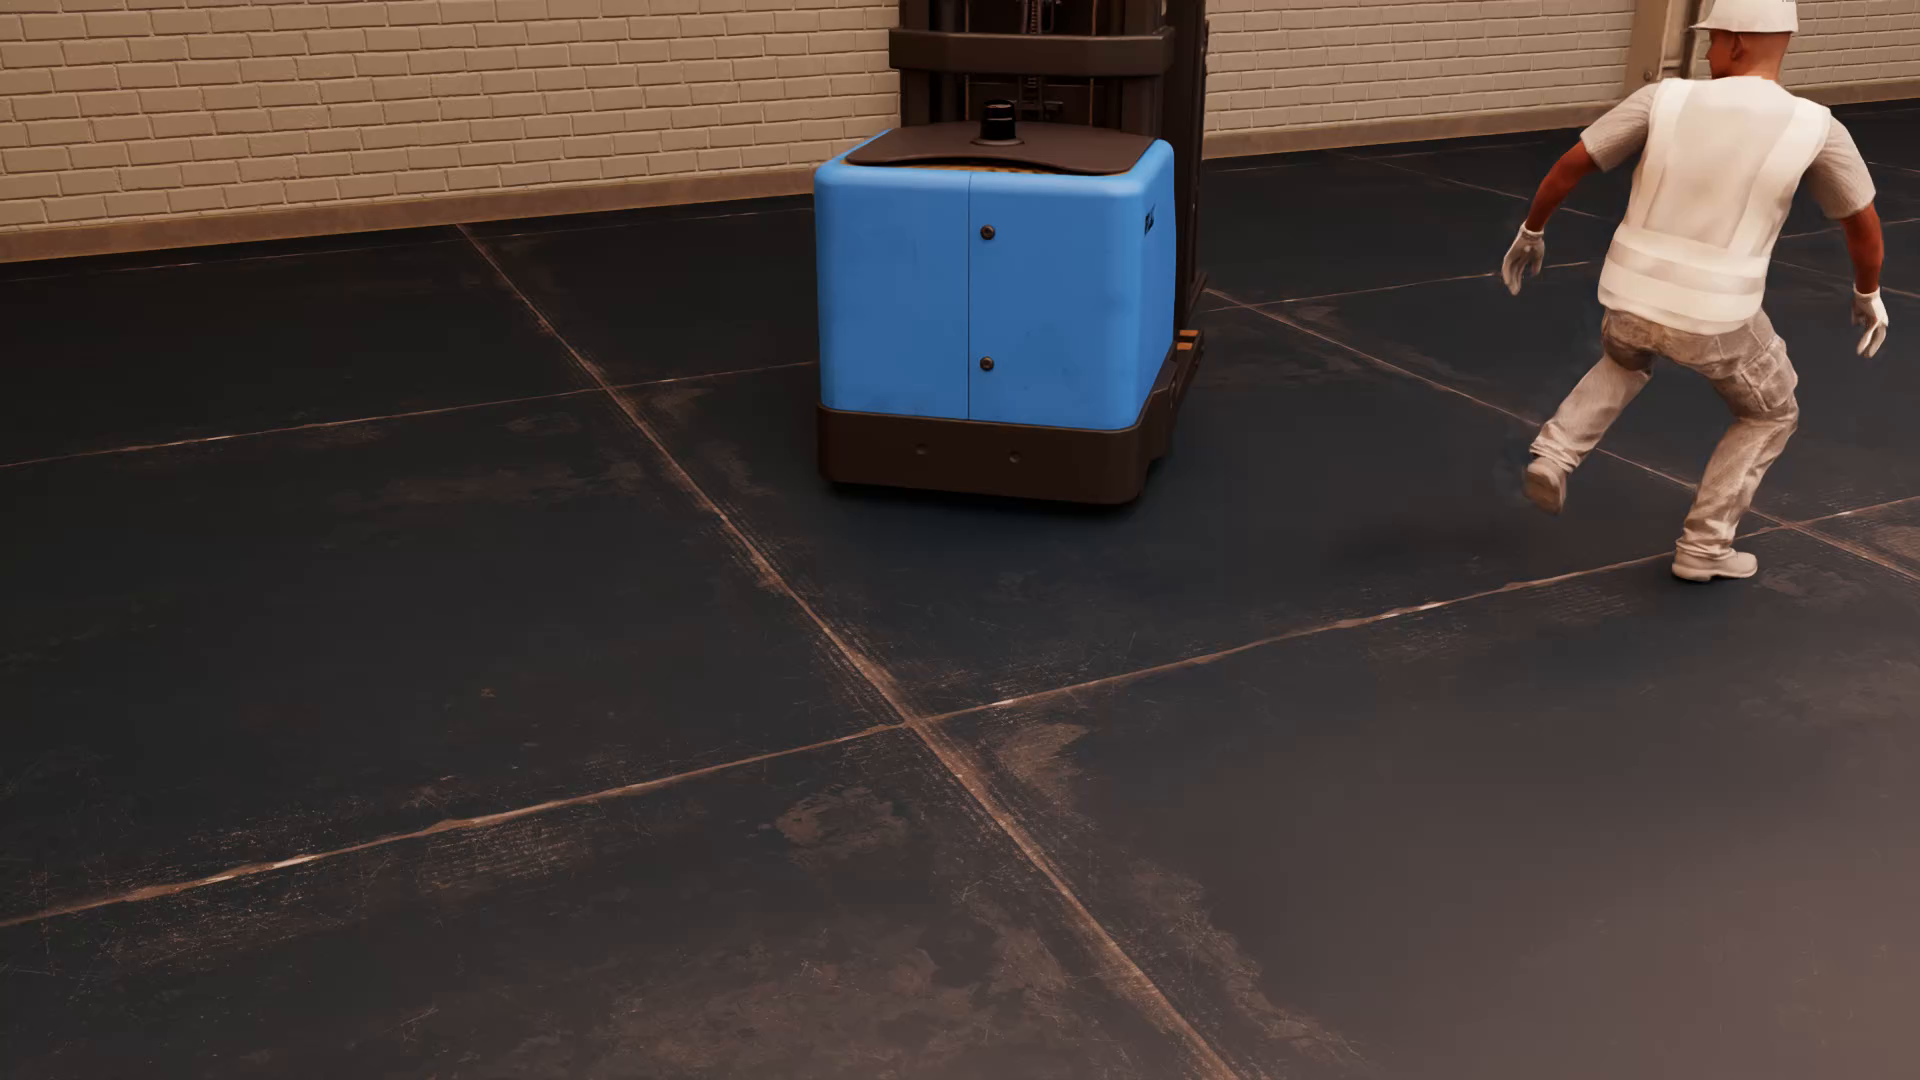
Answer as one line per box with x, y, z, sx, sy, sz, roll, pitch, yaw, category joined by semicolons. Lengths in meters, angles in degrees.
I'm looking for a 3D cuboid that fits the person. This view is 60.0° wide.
2.057;-0.711;4.683;0.922;1.666;0.566;21;30;40;person

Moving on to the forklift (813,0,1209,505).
0.380;-2.000;6.100;1.130;2.935;3.031;5;23;12;forklift
